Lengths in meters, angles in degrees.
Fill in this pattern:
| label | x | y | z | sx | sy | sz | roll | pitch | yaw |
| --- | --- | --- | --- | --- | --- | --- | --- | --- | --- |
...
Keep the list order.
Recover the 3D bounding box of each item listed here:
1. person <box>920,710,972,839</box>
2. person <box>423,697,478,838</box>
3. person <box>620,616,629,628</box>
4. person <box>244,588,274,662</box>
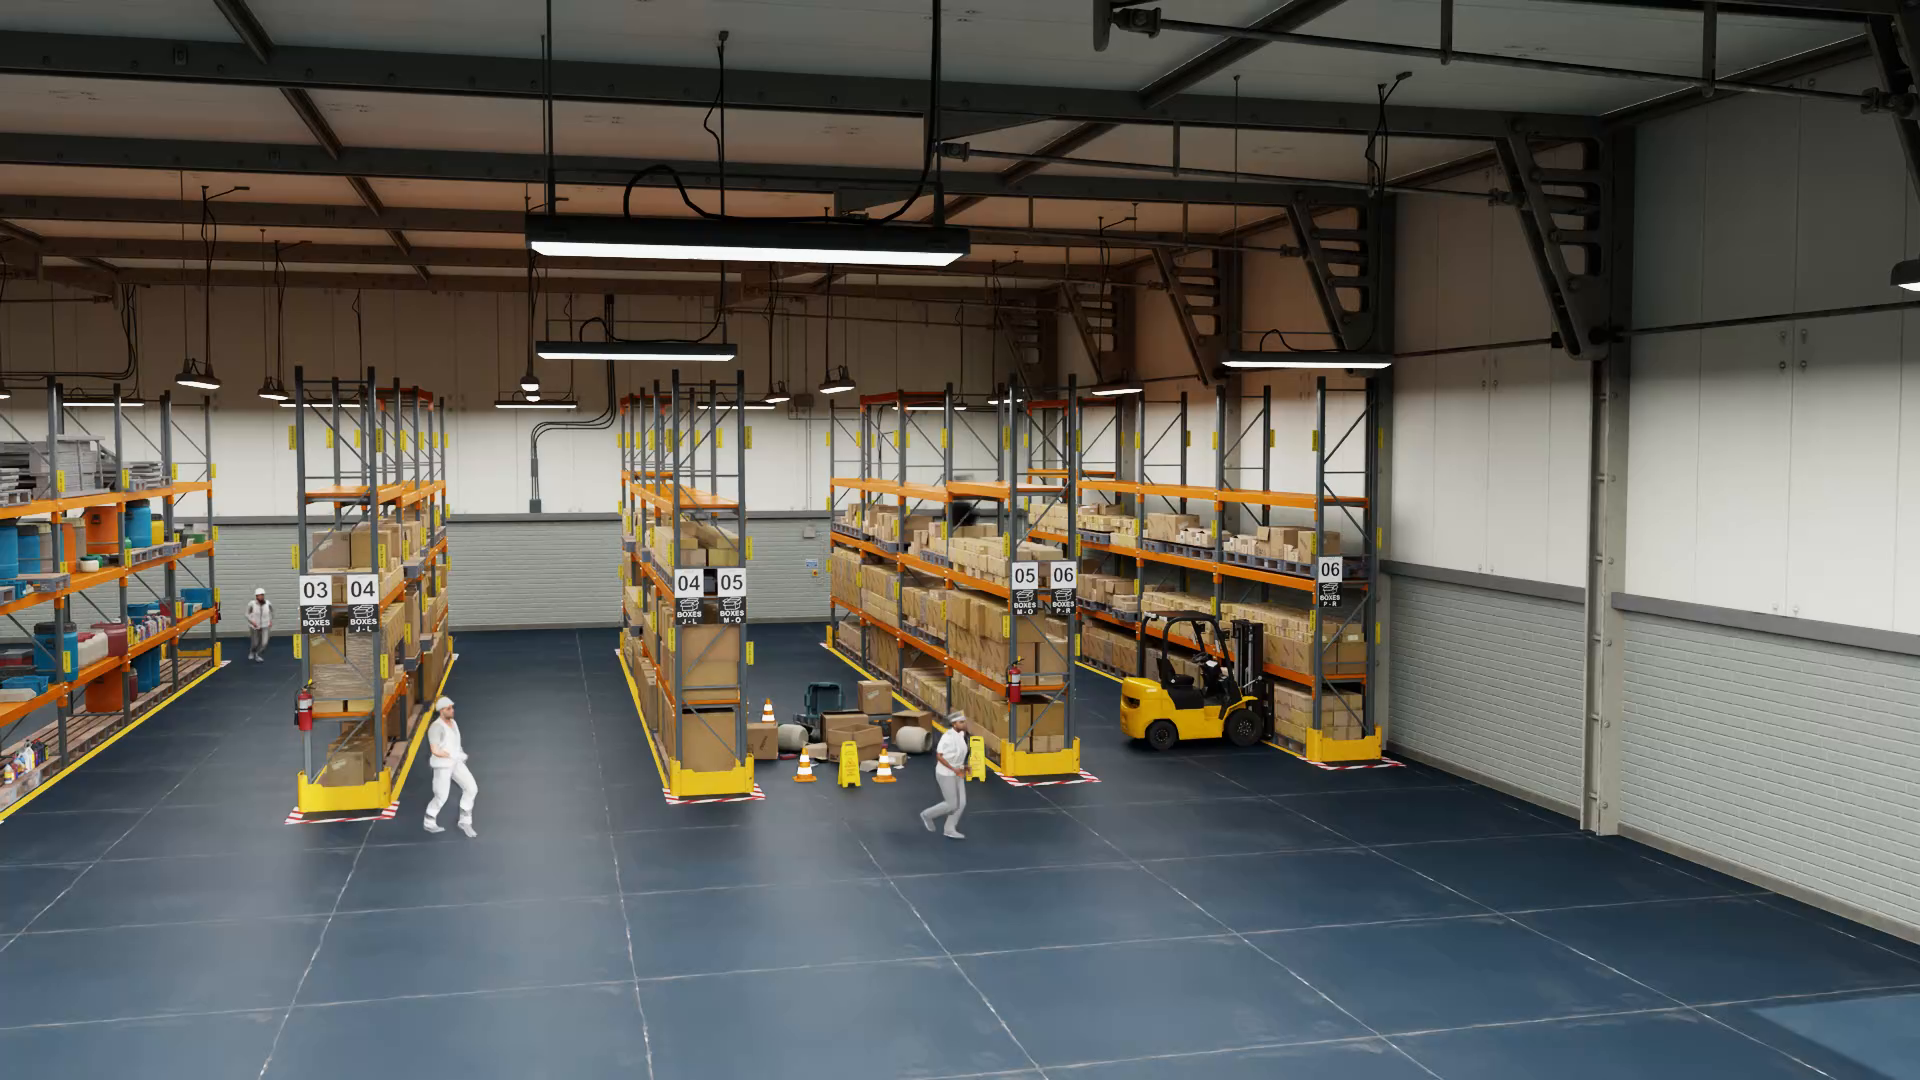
| label | x | y | z | sx | sy | sz | roll | pitch | yaw |
| --- | --- | --- | --- | --- | --- | --- | --- | --- | --- |
| person | -0.173 | 2.943 | 21.009 | 0.642 | 1.641 | 0.575 | 2 | 4 | 29 |
| person | -6.485 | 2.870 | 20.922 | 0.703 | 1.813 | 0.653 | 1 | 4 | 18 |
| person | -7.902 | 1.717 | 40.431 | 0.683 | 1.810 | 0.711 | 3 | 5 | 44 |
| person | -15.829 | 1.916 | 37.575 | 0.643 | 1.675 | 0.711 | -2 | 4 | -33 |
